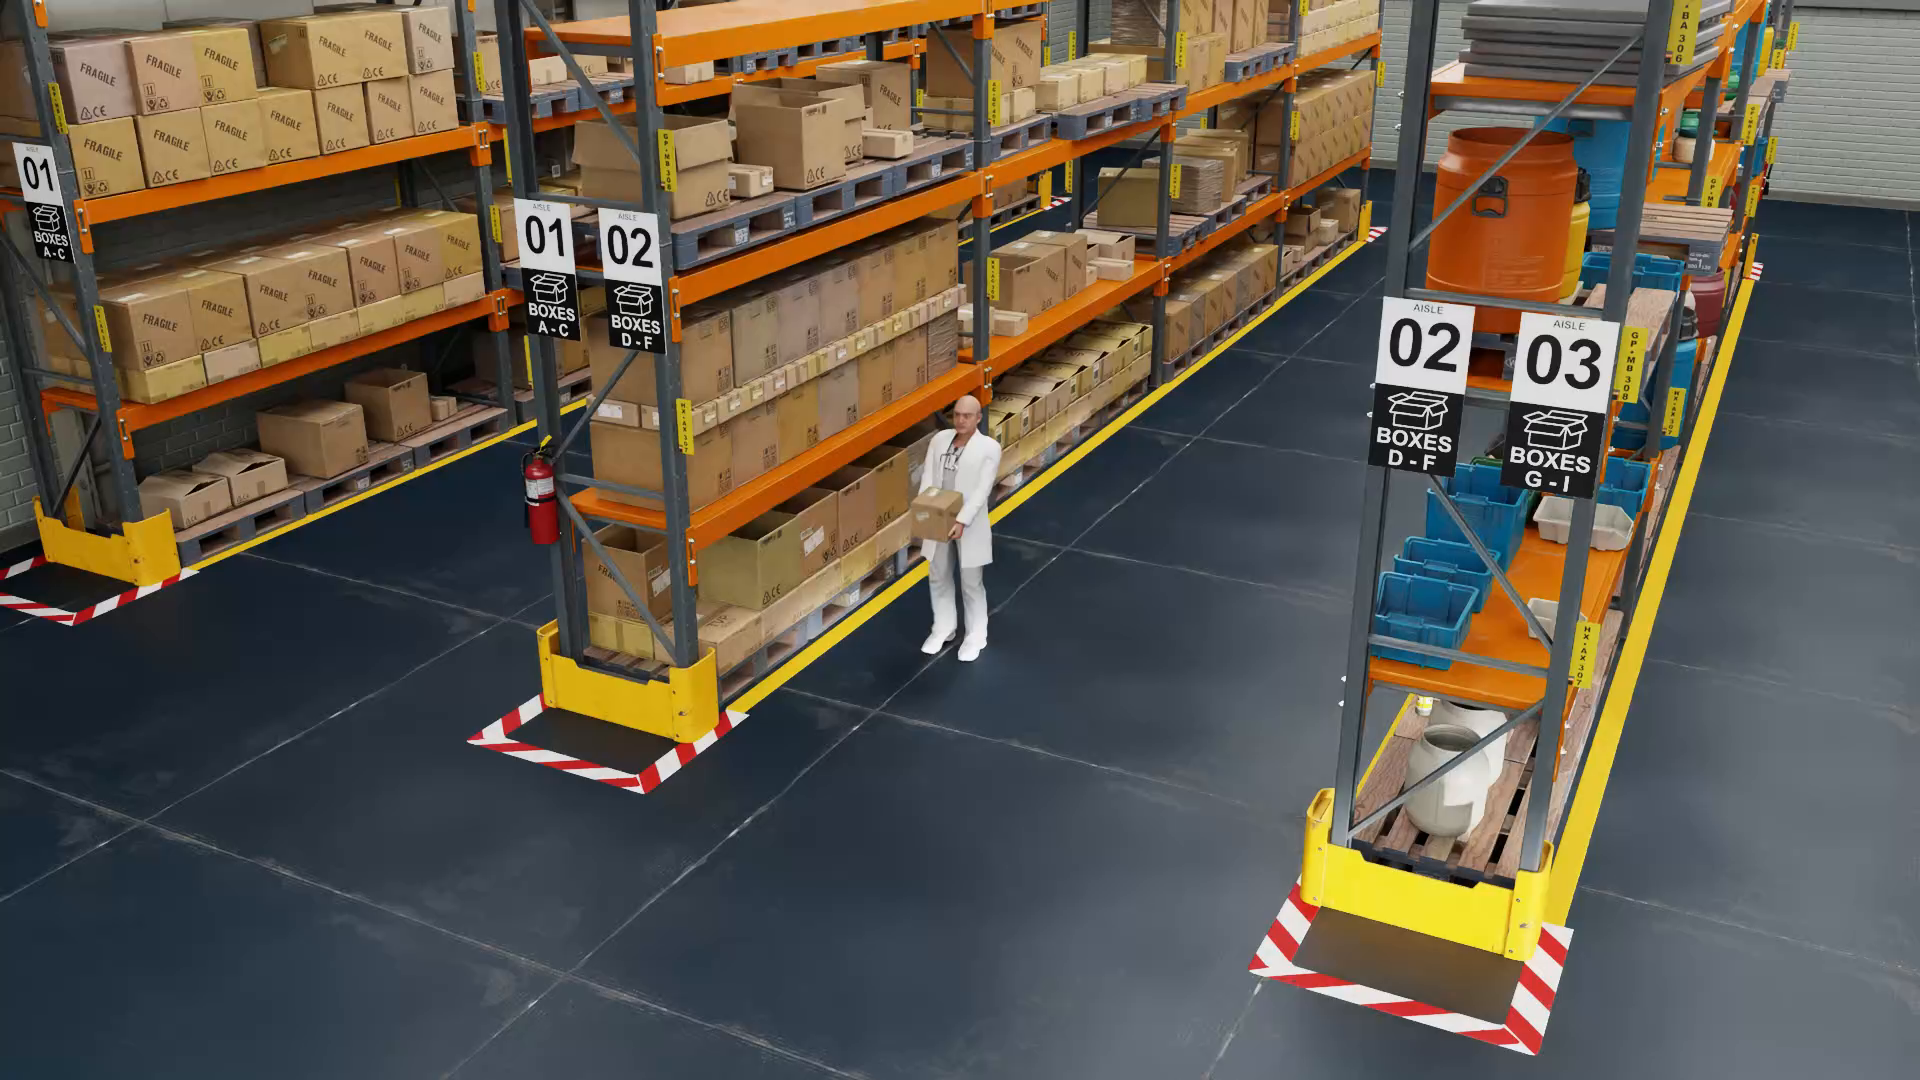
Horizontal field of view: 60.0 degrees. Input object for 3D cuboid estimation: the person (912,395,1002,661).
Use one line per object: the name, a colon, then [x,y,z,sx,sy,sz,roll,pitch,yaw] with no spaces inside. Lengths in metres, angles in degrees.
person: [-0.050,-0.054,10.923,0.530,1.770,0.563,11,25,26]
